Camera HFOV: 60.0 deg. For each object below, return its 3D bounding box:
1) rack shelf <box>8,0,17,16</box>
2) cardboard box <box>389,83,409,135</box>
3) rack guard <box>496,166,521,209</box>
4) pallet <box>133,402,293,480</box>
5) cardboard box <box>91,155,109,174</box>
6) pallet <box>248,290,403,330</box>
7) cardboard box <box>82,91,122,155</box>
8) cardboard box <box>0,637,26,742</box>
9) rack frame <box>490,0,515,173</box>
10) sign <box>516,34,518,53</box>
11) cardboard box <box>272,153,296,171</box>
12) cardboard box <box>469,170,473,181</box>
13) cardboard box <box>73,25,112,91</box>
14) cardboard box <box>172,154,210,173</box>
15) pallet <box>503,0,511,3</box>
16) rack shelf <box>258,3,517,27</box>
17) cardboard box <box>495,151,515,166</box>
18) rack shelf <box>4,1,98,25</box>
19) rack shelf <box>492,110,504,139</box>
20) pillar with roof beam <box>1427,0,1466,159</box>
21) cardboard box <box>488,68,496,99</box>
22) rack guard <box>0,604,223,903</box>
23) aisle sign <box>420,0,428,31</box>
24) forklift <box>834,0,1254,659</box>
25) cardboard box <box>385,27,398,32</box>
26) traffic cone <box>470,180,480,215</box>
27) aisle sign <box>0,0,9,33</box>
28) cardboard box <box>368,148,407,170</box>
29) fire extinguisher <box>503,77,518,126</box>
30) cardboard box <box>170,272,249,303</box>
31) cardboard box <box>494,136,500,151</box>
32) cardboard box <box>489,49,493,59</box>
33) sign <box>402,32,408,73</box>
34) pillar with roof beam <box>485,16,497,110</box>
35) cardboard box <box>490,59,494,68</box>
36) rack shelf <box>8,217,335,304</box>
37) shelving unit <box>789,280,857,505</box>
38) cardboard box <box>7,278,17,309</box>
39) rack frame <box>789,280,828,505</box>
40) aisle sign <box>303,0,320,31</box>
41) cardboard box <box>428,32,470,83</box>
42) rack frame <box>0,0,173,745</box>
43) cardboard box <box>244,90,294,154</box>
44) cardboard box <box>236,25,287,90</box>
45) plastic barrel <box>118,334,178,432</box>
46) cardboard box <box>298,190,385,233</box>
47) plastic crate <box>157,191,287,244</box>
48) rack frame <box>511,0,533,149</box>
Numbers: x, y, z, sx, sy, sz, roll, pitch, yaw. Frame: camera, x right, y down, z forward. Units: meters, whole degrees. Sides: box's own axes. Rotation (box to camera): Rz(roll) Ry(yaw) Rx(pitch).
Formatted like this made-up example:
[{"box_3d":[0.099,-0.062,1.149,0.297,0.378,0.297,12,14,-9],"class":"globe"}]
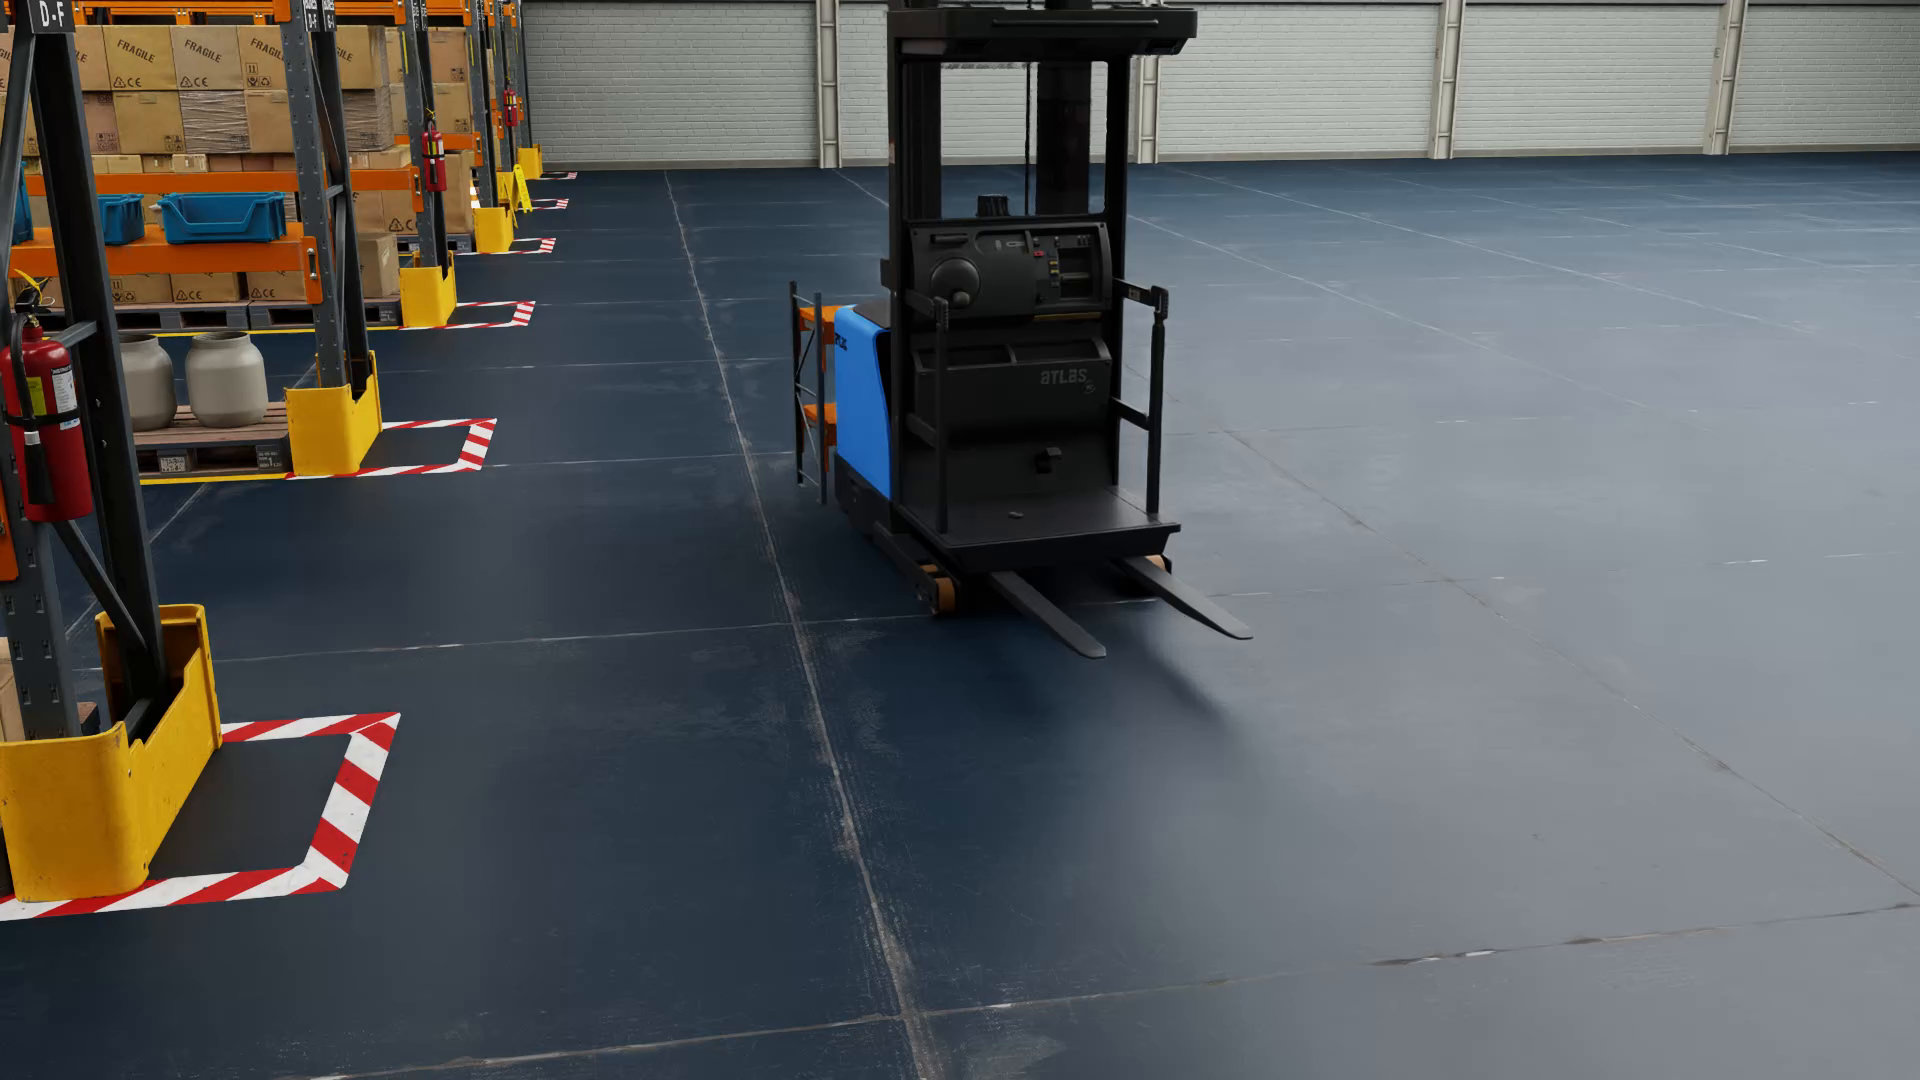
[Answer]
[{"box_3d":[-4.674,-1.535,4.238,4.000,0.370,1.077,-3,17,-10],"class":"rack shelf"},{"box_3d":[-6.320,-4.849,18.655,0.550,0.550,0.875,-3,17,-10],"class":"cardboard box"},{"box_3d":[-6.541,-5.070,23.888,0.348,0.500,1.175,-3,17,-10],"class":"rack guard"},{"box_3d":[-4.511,-0.590,9.794,1.213,0.211,1.003,-3,17,-10],"class":"pallet"},{"box_3d":[-7.023,-3.072,13.552,0.250,0.149,0.380,-3,17,-10],"class":"cardboard box"},{"box_3d":[-5.465,-2.040,14.515,1.213,0.211,1.003,-3,17,-10],"class":"pallet"},{"box_3d":[-7.091,-3.462,13.716,0.500,0.500,0.875,-3,17,-10],"class":"cardboard box"},{"box_3d":[-3.279,0.523,5.389,0.500,0.250,0.500,-3,17,-10],"class":"cardboard box"},{"box_3d":[-6.466,-6.269,23.535,0.127,3.000,1.000,-3,17,-10],"class":"rack frame"},{"box_3d":[-7.322,-8.210,27.476,0.005,0.325,0.100,-3,17,-10],"class":"sign"},{"box_3d":[-5.557,-3.165,13.856,0.250,0.149,0.380,-3,17,-10],"class":"cardboard box"},{"box_3d":[-7.311,-5.190,23.990,0.500,0.250,0.500,-3,17,-11],"class":"cardboard box"},{"box_3d":[-7.042,-3.865,13.328,0.500,0.500,0.500,-3,17,-10],"class":"cardboard box"},{"box_3d":[-6.280,-3.103,13.654,0.250,0.149,0.380,-3,17,-10],"class":"cardboard box"},{"box_3d":[-8.111,-9.060,27.662,1.213,0.211,1.003,-3,17,-10],"class":"pallet"},{"box_3d":[-9.375,-8.679,27.495,4.000,0.370,1.077,-3,17,-10],"class":"rack shelf"},{"box_3d":[-7.813,-6.469,28.153,0.500,0.250,0.500,-3,17,-10],"class":"cardboard box"},{"box_3d":[-11.319,-5.604,17.484,4.000,0.370,1.077,-3,17,-10],"class":"rack shelf"},{"box_3d":[-8.430,-5.814,23.278,4.000,0.370,1.077,-3,17,-10],"class":"rack shelf"},{"box_3d":[10.224,-10.550,27.255,0.400,9.000,9.100,-3,17,-10],"class":"pillar with roof beam"},{"box_3d":[-7.845,-7.645,27.843,0.500,0.500,0.500,-4,17,-12],"class":"cardboard box"},{"box_3d":[-2.687,0.637,5.307,0.348,0.500,1.175,-3,17,-10],"class":"rack guard"},{"box_3d":[-4.582,-4.745,14.145,0.004,0.787,0.394,-3,17,-10],"class":"aisle sign"},{"box_3d":[0.302,-1.210,7.178,1.130,2.935,3.031,-6,18,-18],"class":"forklift"},{"box_3d":[-7.906,-6.762,22.758,0.500,0.500,0.700,-3,17,-11],"class":"cardboard box"},{"box_3d":[-6.644,-4.661,22.619,0.334,0.463,0.336,-3,17,-10],"class":"traffic cone"},{"box_3d":[-2.591,-1.718,4.290,0.004,0.787,0.394,-3,17,-10],"class":"aisle sign"},{"box_3d":[-4.827,-3.217,14.025,0.250,0.149,0.380,-3,17,-10],"class":"cardboard box"},{"box_3d":[-6.267,-6.106,23.134,0.183,0.674,0.296,-3,17,-10],"class":"fire extinguisher"},{"box_3d":[-6.401,-2.316,14.205,0.500,0.500,0.500,-2,17,-5],"class":"cardboard box"},{"box_3d":[-7.830,-6.708,28.080,0.500,0.250,0.500,-3,17,-11],"class":"cardboard box"},{"box_3d":[-7.723,-8.119,27.777,0.250,0.149,0.380,-3,17,-10],"class":"cardboard box"},{"box_3d":[-4.501,-3.956,13.493,0.005,0.325,0.100,-3,17,-10],"class":"sign"},{"box_3d":[-7.450,-9.548,23.991,0.400,9.000,9.100,-3,17,-10],"class":"pillar with roof beam"},{"box_3d":[-7.699,-7.958,27.757,0.250,0.149,0.380,-3,17,-10],"class":"cardboard box"},{"box_3d":[-5.610,-1.529,9.328,4.000,0.370,1.077,-3,17,-10],"class":"rack shelf"},{"box_3d":[-0.338,-0.845,9.056,1.048,1.125,0.538,-7,18,-20],"class":"shelving unit"},{"box_3d":[-8.113,-2.206,13.849,0.500,0.500,0.500,-4,17,-12],"class":"cardboard box"},{"box_3d":[-0.811,-0.790,8.878,0.032,1.125,0.500,-7,18,-20],"class":"rack frame"},{"box_3d":[-3.520,-3.146,8.937,0.004,0.787,0.394,-3,17,-10],"class":"aisle sign"},{"box_3d":[-5.800,-5.426,18.696,0.550,0.550,0.875,-3,17,-10],"class":"cardboard box"},{"box_3d":[-2.711,-0.557,4.935,0.127,3.000,1.000,-3,17,-10],"class":"rack frame"},{"box_3d":[-5.600,-3.517,13.898,0.500,0.500,0.875,-3,17,-10],"class":"cardboard box"},{"box_3d":[-5.569,-3.949,13.601,0.500,0.500,0.500,-3,17,-10],"class":"cardboard box"},{"box_3d":[-4.771,-0.910,9.607,0.421,0.512,0.421,0,17,0],"class":"plastic barrel"},{"box_3d":[-6.945,-3.927,18.811,0.875,0.875,0.875,-4,17,-11],"class":"cardboard box"},{"box_3d":[-4.081,-1.799,9.235,0.616,0.251,0.499,-3,17,-10],"class":"plastic crate"},{"box_3d":[-7.412,-7.700,28.193,0.127,3.000,1.000,-3,17,-10],"class":"rack frame"}]
